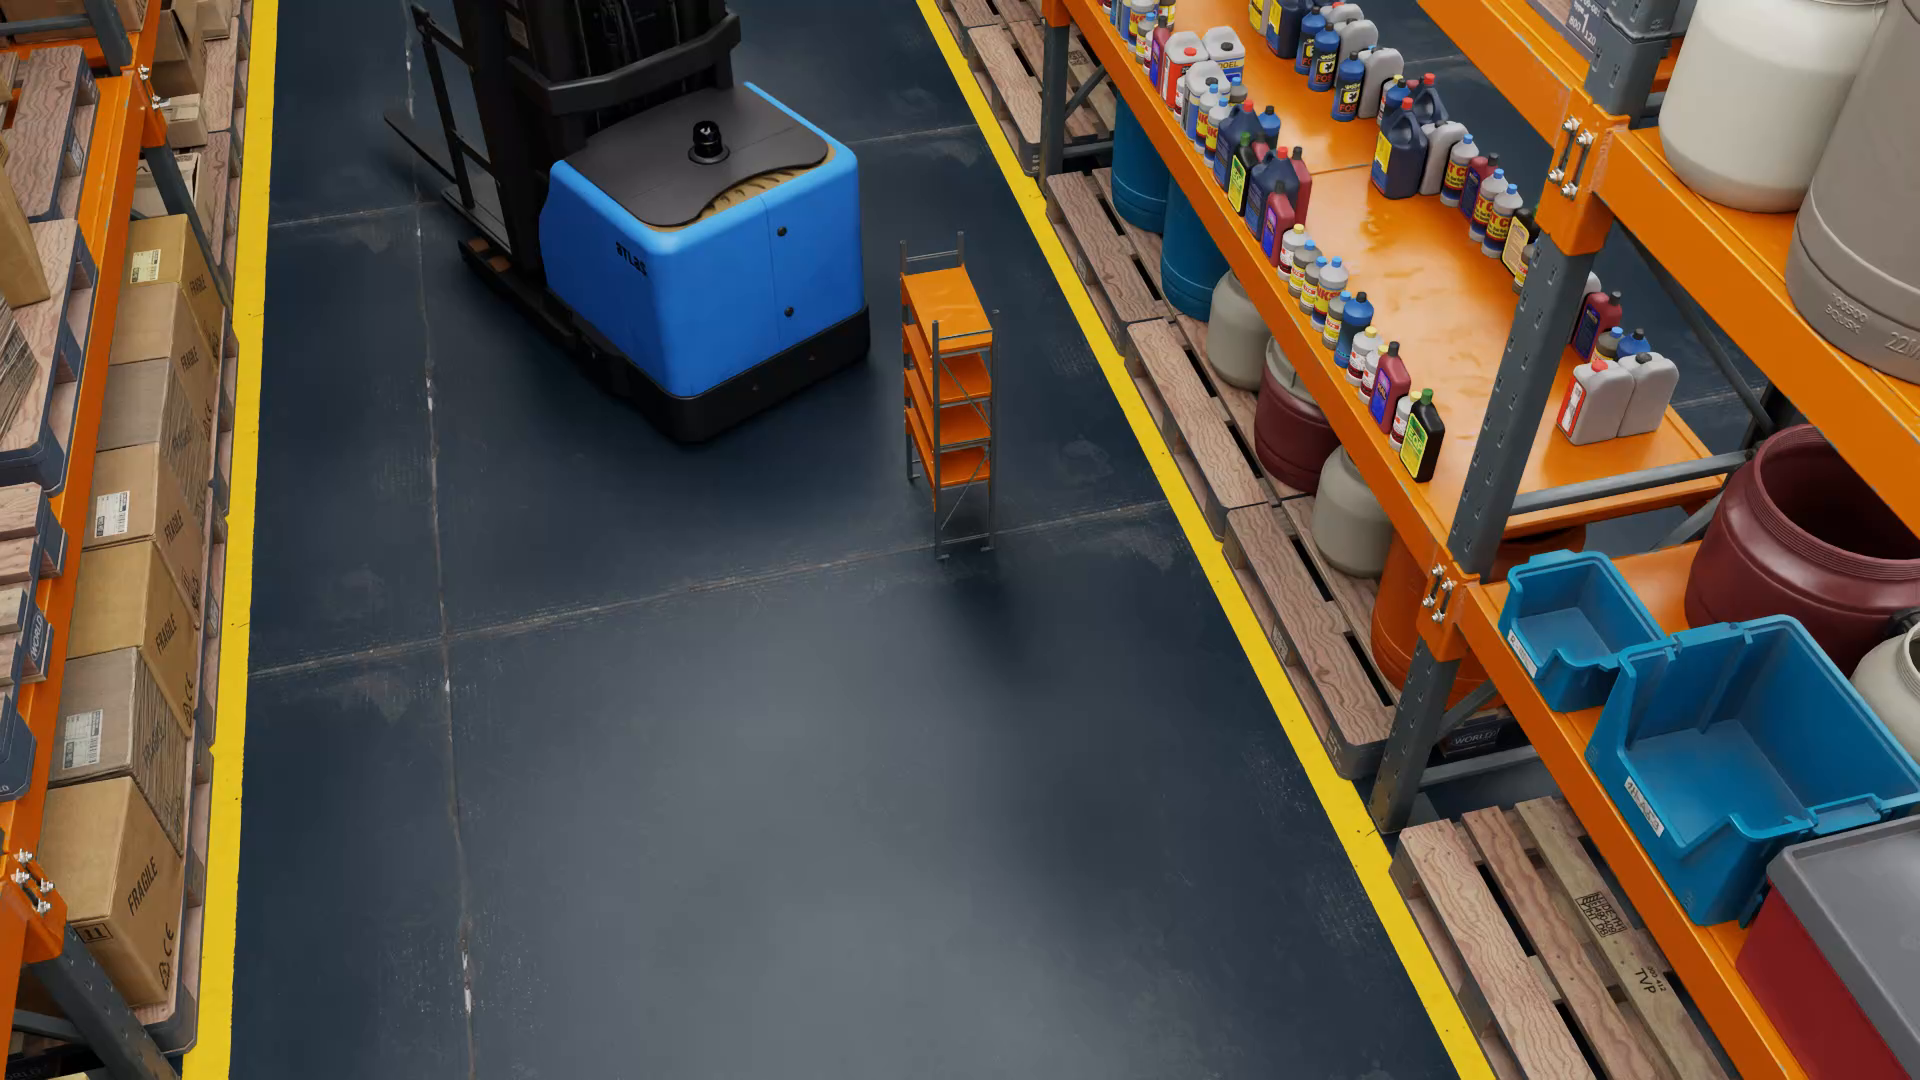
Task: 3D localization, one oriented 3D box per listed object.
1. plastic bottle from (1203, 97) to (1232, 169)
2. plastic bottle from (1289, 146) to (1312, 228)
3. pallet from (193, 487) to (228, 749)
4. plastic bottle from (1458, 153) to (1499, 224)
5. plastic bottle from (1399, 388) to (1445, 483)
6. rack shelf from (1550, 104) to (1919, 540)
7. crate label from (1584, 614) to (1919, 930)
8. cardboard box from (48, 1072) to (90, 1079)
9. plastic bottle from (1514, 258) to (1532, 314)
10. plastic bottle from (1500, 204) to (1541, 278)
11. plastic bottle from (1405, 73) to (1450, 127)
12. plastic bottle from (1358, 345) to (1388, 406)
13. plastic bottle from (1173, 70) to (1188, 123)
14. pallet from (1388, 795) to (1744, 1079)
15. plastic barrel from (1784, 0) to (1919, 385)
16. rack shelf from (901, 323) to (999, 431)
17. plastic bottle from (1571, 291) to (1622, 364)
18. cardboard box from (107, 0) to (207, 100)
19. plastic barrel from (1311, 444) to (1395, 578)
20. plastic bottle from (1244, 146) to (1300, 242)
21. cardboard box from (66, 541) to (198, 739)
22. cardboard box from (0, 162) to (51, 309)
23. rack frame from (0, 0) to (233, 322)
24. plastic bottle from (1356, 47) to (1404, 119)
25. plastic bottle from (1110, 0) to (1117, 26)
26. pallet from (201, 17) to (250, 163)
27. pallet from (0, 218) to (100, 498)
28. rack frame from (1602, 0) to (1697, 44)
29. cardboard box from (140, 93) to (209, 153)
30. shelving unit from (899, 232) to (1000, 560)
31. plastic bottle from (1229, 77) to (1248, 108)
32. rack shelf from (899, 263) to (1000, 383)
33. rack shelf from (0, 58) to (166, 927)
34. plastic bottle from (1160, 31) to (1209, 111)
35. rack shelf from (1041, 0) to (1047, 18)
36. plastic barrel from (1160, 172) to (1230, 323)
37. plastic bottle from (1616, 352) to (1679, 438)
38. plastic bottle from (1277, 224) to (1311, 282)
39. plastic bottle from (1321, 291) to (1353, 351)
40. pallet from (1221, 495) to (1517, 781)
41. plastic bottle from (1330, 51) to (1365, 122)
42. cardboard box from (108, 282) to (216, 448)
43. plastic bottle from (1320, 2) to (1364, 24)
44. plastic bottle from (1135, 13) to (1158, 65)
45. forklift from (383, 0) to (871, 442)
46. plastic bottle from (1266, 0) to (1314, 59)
[{"bbox_3d":[0.974,-1.535,6.244,0.097,0.271,0.097,0,46,0],"label":"plastic bottle"},{"bbox_3d":[1.207,-1.262,5.969,0.061,0.283,0.133,-11,47,-10],"label":"plastic bottle"},{"bbox_3d":[-3.329,0.357,6.252,1.003,0.211,1.213,-11,47,-10],"label":"pallet"},{"bbox_3d":[1.874,-1.282,5.988,0.061,0.283,0.133,-11,47,-10],"label":"plastic bottle"},{"bbox_3d":[1.408,-0.319,5.044,0.061,0.283,0.133,-11,47,-10],"label":"plastic bottle"},{"bbox_3d":[2.436,0.424,2.638,1.077,0.370,4.000,-11,47,-10],"label":"rack shelf"},{"bbox_3d":[1.917,0.564,4.072,0.502,0.435,0.616,-11,47,-10],"label":"crate label"},{"bbox_3d":[-2.493,1.680,4.242,0.500,0.311,0.500,-10,46,-9],"label":"cardboard box"},{"bbox_3d":[1.945,-0.865,5.588,0.097,0.271,0.097,0,46,0],"label":"plastic bottle"},{"bbox_3d":[1.958,-1.056,5.766,0.061,0.283,0.133,-11,47,-10],"label":"plastic bottle"},{"bbox_3d":[1.733,-1.568,6.221,0.144,0.351,0.185,-11,47,-10],"label":"plastic bottle"},{"bbox_3d":[1.337,-0.533,5.311,0.097,0.201,0.097,0,46,0],"label":"plastic bottle"},{"bbox_3d":[0.890,-1.737,6.492,0.097,0.201,0.097,0,46,0],"label":"plastic bottle"},{"bbox_3d":[2.085,1.359,5.270,1.003,0.211,1.213,-11,47,-10],"label":"pallet"},{"bbox_3d":[1.924,-0.778,2.961,0.600,0.901,0.600,0,46,0],"label":"plastic barrel"},{"bbox_3d":[-0.042,-0.644,6.322,0.258,0.148,0.480,-11,47,-10],"label":"rack shelf"},{"bbox_3d":[2.085,-0.711,5.428,0.061,0.283,0.133,-11,47,-10],"label":"plastic bottle"},{"bbox_3d":[-4.375,-2.594,8.632,0.797,0.503,0.637,-11,47,-10],"label":"cardboard box"},{"bbox_3d":[1.551,-0.143,6.238,0.421,0.512,0.421,0,46,0],"label":"plastic barrel"},{"bbox_3d":[1.115,-1.250,5.909,0.144,0.351,0.185,-11,47,-10],"label":"plastic bottle"},{"bbox_3d":[-2.969,0.391,5.709,0.500,0.500,0.500,-11,47,-11],"label":"cardboard box"},{"bbox_3d":[-3.378,-0.991,5.257,0.700,0.500,0.500,-22,50,-20],"label":"cardboard box"},{"bbox_3d":[-3.890,-2.017,6.627,1.000,3.000,0.127,-11,47,-10],"label":"rack frame"},{"bbox_3d":[1.630,-1.811,6.511,0.152,0.276,0.135,-11,47,-10],"label":"plastic bottle"},{"bbox_3d":[0.687,-2.309,7.002,0.097,0.271,0.097,0,46,0],"label":"plastic bottle"},{"bbox_3d":[-4.380,-2.360,8.915,1.003,0.211,1.213,-11,47,-10],"label":"pallet"},{"bbox_3d":[-3.368,-0.530,5.304,1.003,0.211,1.213,-11,47,-10],"label":"pallet"},{"bbox_3d":[1.924,-2.259,2.663,1.000,3.000,0.127,-11,47,-10],"label":"rack frame"},{"bbox_3d":[-4.019,-2.104,8.388,0.380,0.166,0.250,-11,47,-10],"label":"cardboard box"},{"bbox_3d":[-0.042,-0.534,6.433,0.258,1.200,0.503,-11,47,-10],"label":"shelving unit"},{"bbox_3d":[1.062,-1.698,6.453,0.097,0.201,0.097,0,46,0],"label":"plastic bottle"},{"bbox_3d":[-0.042,-0.809,6.153,0.258,0.148,0.480,-11,47,-10],"label":"rack shelf"},{"bbox_3d":[-3.378,-0.385,5.531,1.077,0.370,4.000,-11,47,-10],"label":"rack shelf"},{"bbox_3d":[0.887,-1.849,6.548,0.152,0.276,0.135,-11,47,-10],"label":"plastic bottle"},{"bbox_3d":[0.388,-4.050,9.122,1.077,0.370,4.000,-11,47,-10],"label":"rack shelf"},{"bbox_3d":[1.204,-1.465,7.261,0.600,0.901,0.708,-11,47,-10],"label":"plastic barrel"},{"bbox_3d":[2.125,-0.473,5.201,0.152,0.276,0.135,-11,47,-10],"label":"plastic bottle"},{"bbox_3d":[1.162,-1.003,5.772,0.097,0.201,0.097,0,46,0],"label":"plastic bottle"},{"bbox_3d":[1.262,-0.735,5.509,0.097,0.201,0.097,0,46,0],"label":"plastic bottle"},{"bbox_3d":[1.682,0.280,6.327,1.003,0.211,1.213,-11,47,-10],"label":"pallet"},{"bbox_3d":[1.514,-1.773,6.478,0.097,0.271,0.097,0,46,0],"label":"plastic bottle"},{"bbox_3d":[-3.368,-0.665,6.744,0.500,0.500,0.500,-11,47,-10],"label":"cardboard box"},{"bbox_3d":[1.536,-2.064,6.759,0.152,0.276,0.135,-11,47,-10],"label":"plastic bottle"},{"bbox_3d":[0.772,-2.057,6.805,0.097,0.201,0.097,0,46,0],"label":"plastic bottle"},{"bbox_3d":[-1.747,-2.422,7.072,1.130,2.935,3.031,-32,53,-27],"label":"forklift"},{"bbox_3d":[1.359,-2.175,6.815,0.144,0.351,0.185,-11,47,-10],"label":"plastic bottle"}]
